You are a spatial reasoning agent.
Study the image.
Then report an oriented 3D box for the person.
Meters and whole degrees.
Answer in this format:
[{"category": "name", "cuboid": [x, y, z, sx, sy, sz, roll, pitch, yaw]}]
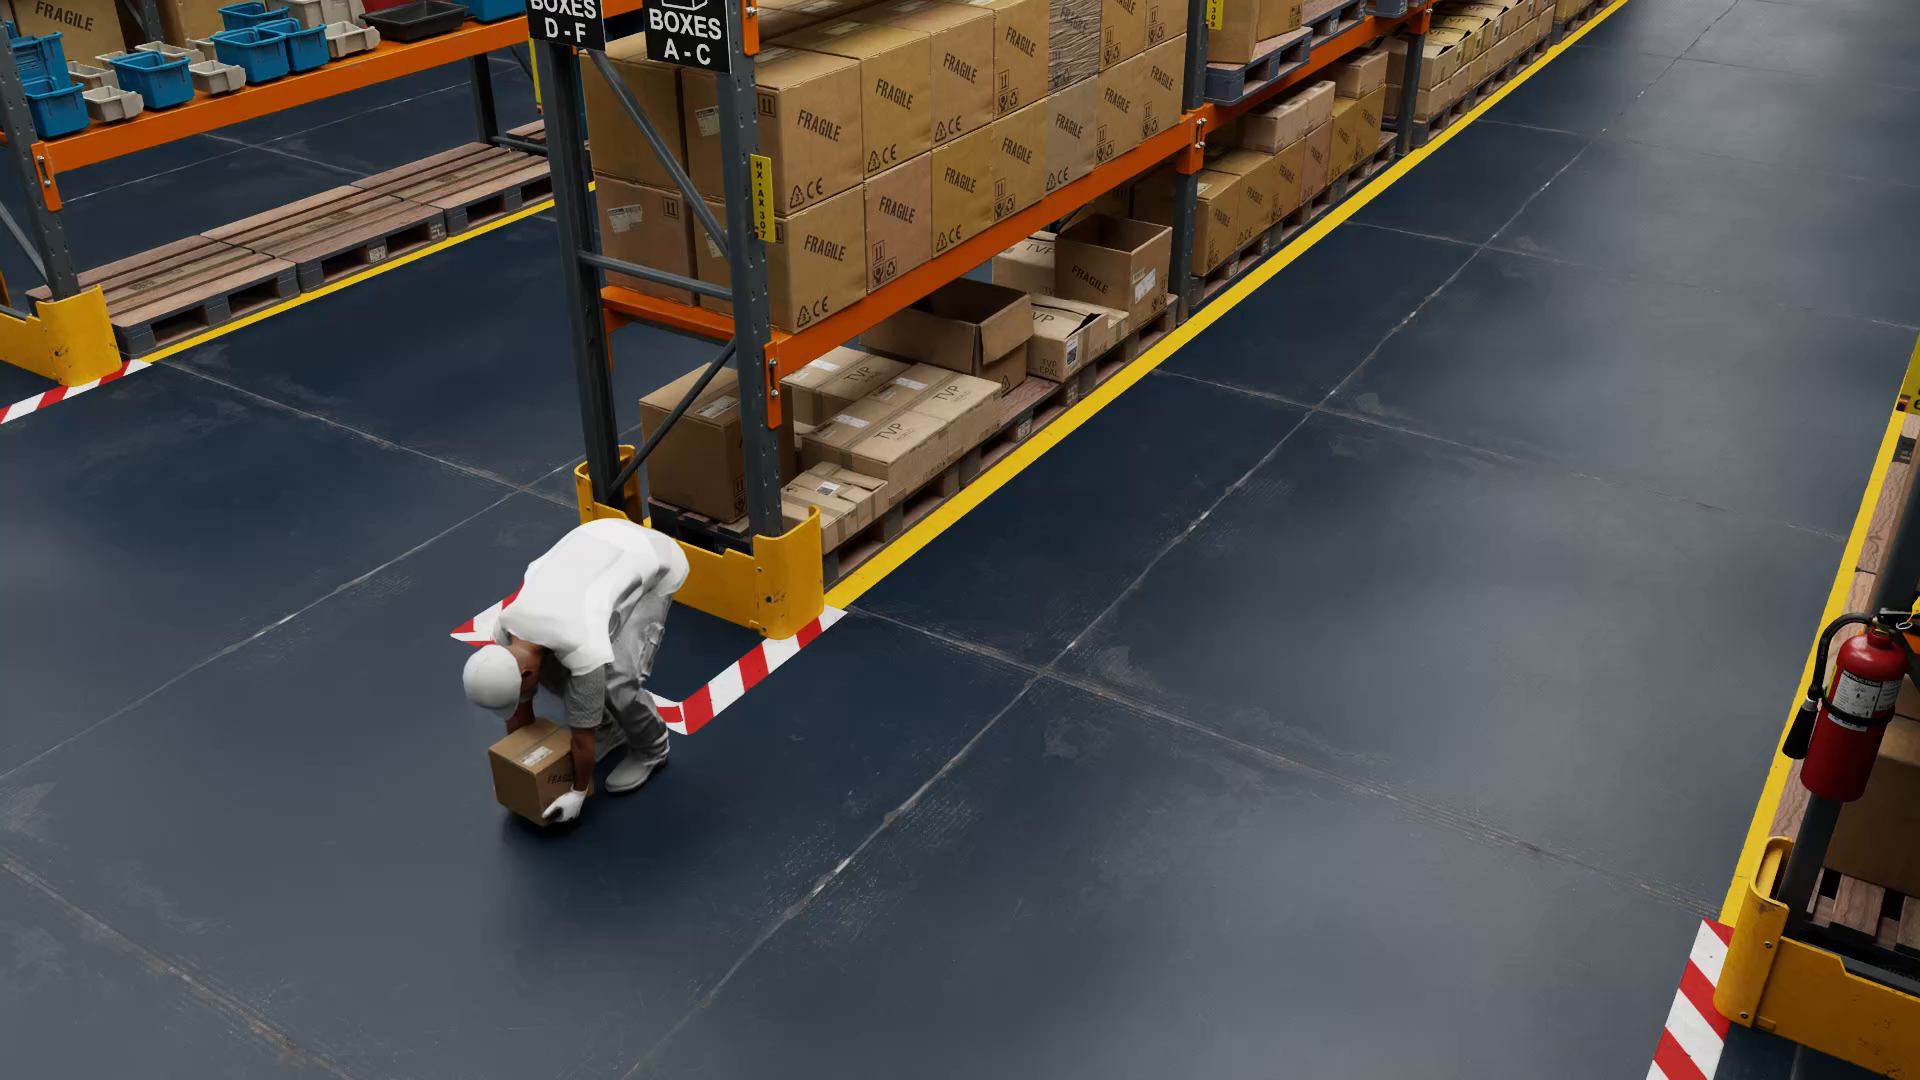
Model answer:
[{"category": "person", "cuboid": [-1.382, 0.489, 6.055, 0.523, 0.989, 0.980, 19, 35, 29]}]
